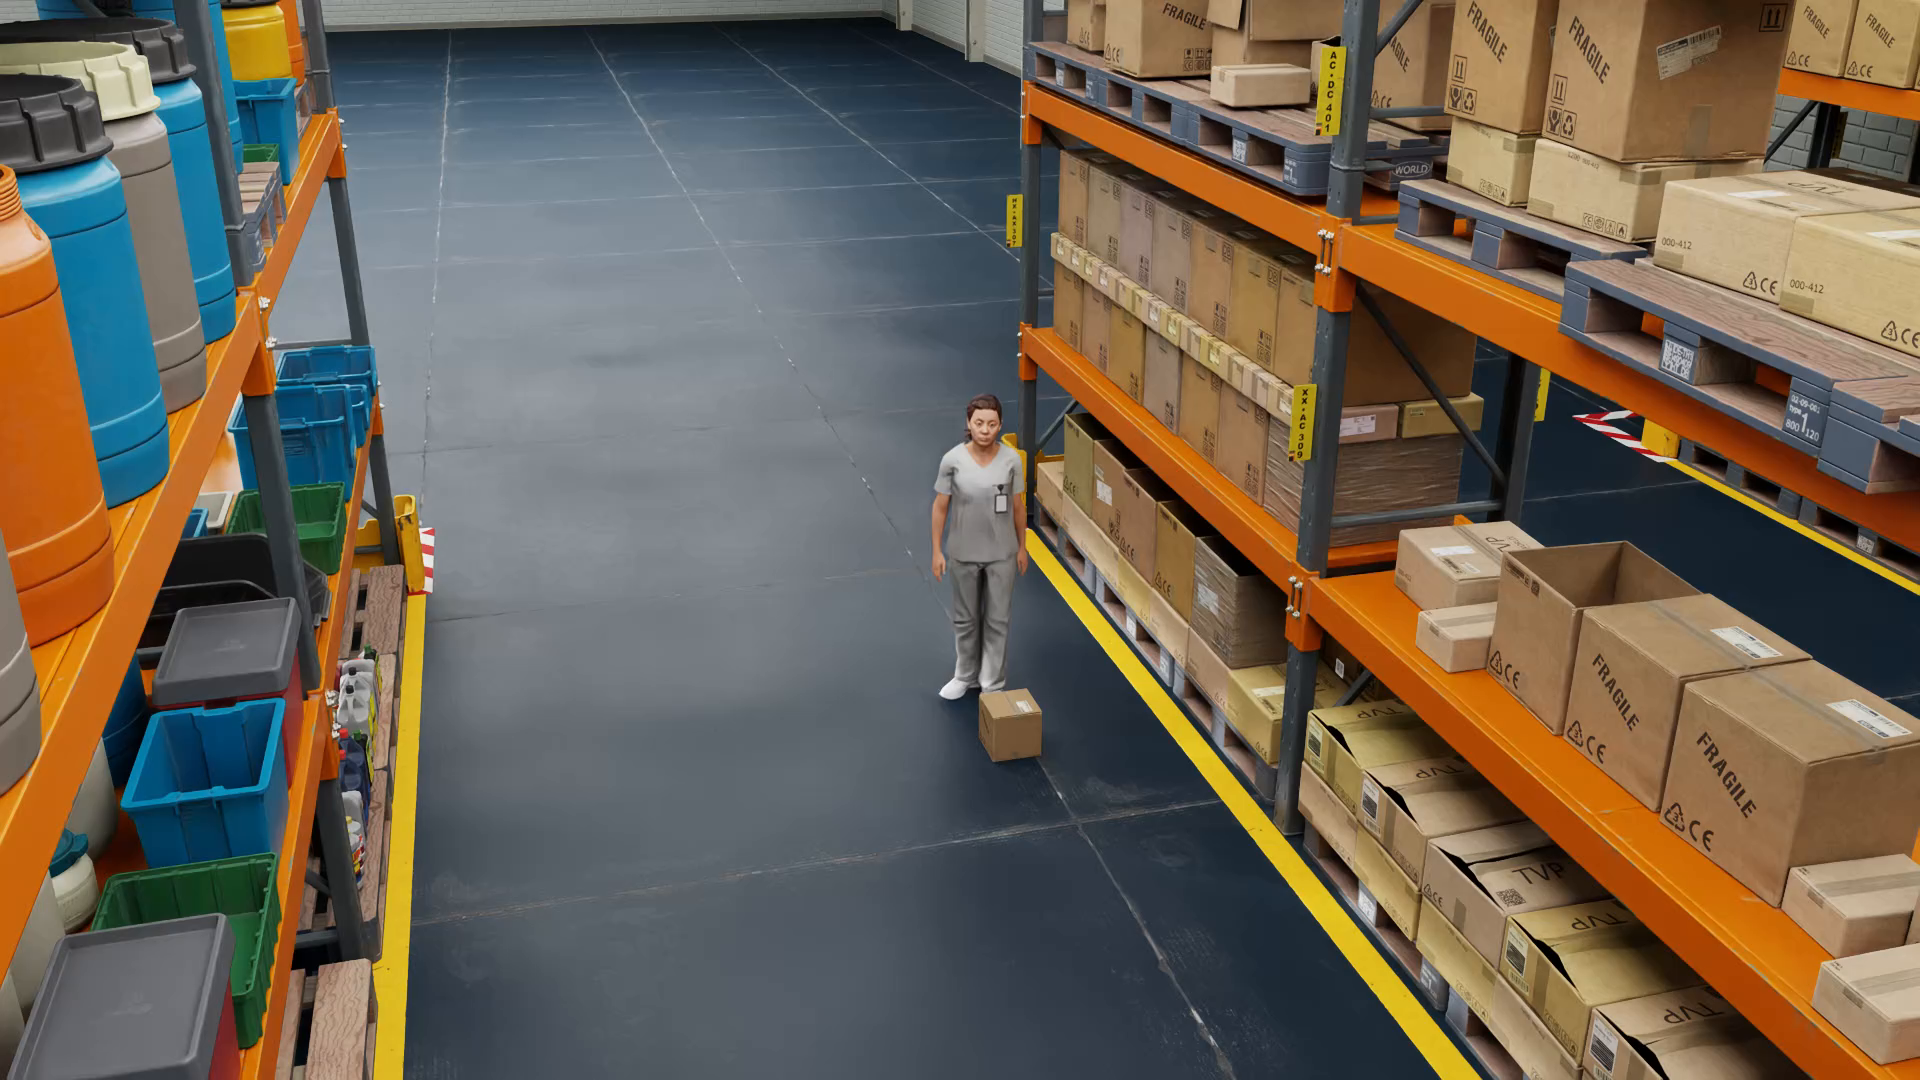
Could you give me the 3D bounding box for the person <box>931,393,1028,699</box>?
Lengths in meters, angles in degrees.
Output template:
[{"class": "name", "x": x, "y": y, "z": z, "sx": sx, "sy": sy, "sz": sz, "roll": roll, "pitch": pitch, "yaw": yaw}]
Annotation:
[{"class": "person", "x": 0.101, "y": 0.065, "z": 8.410, "sx": 0.494, "sy": 1.668, "sz": 0.406, "roll": -1, "pitch": 23, "yaw": -2}]
